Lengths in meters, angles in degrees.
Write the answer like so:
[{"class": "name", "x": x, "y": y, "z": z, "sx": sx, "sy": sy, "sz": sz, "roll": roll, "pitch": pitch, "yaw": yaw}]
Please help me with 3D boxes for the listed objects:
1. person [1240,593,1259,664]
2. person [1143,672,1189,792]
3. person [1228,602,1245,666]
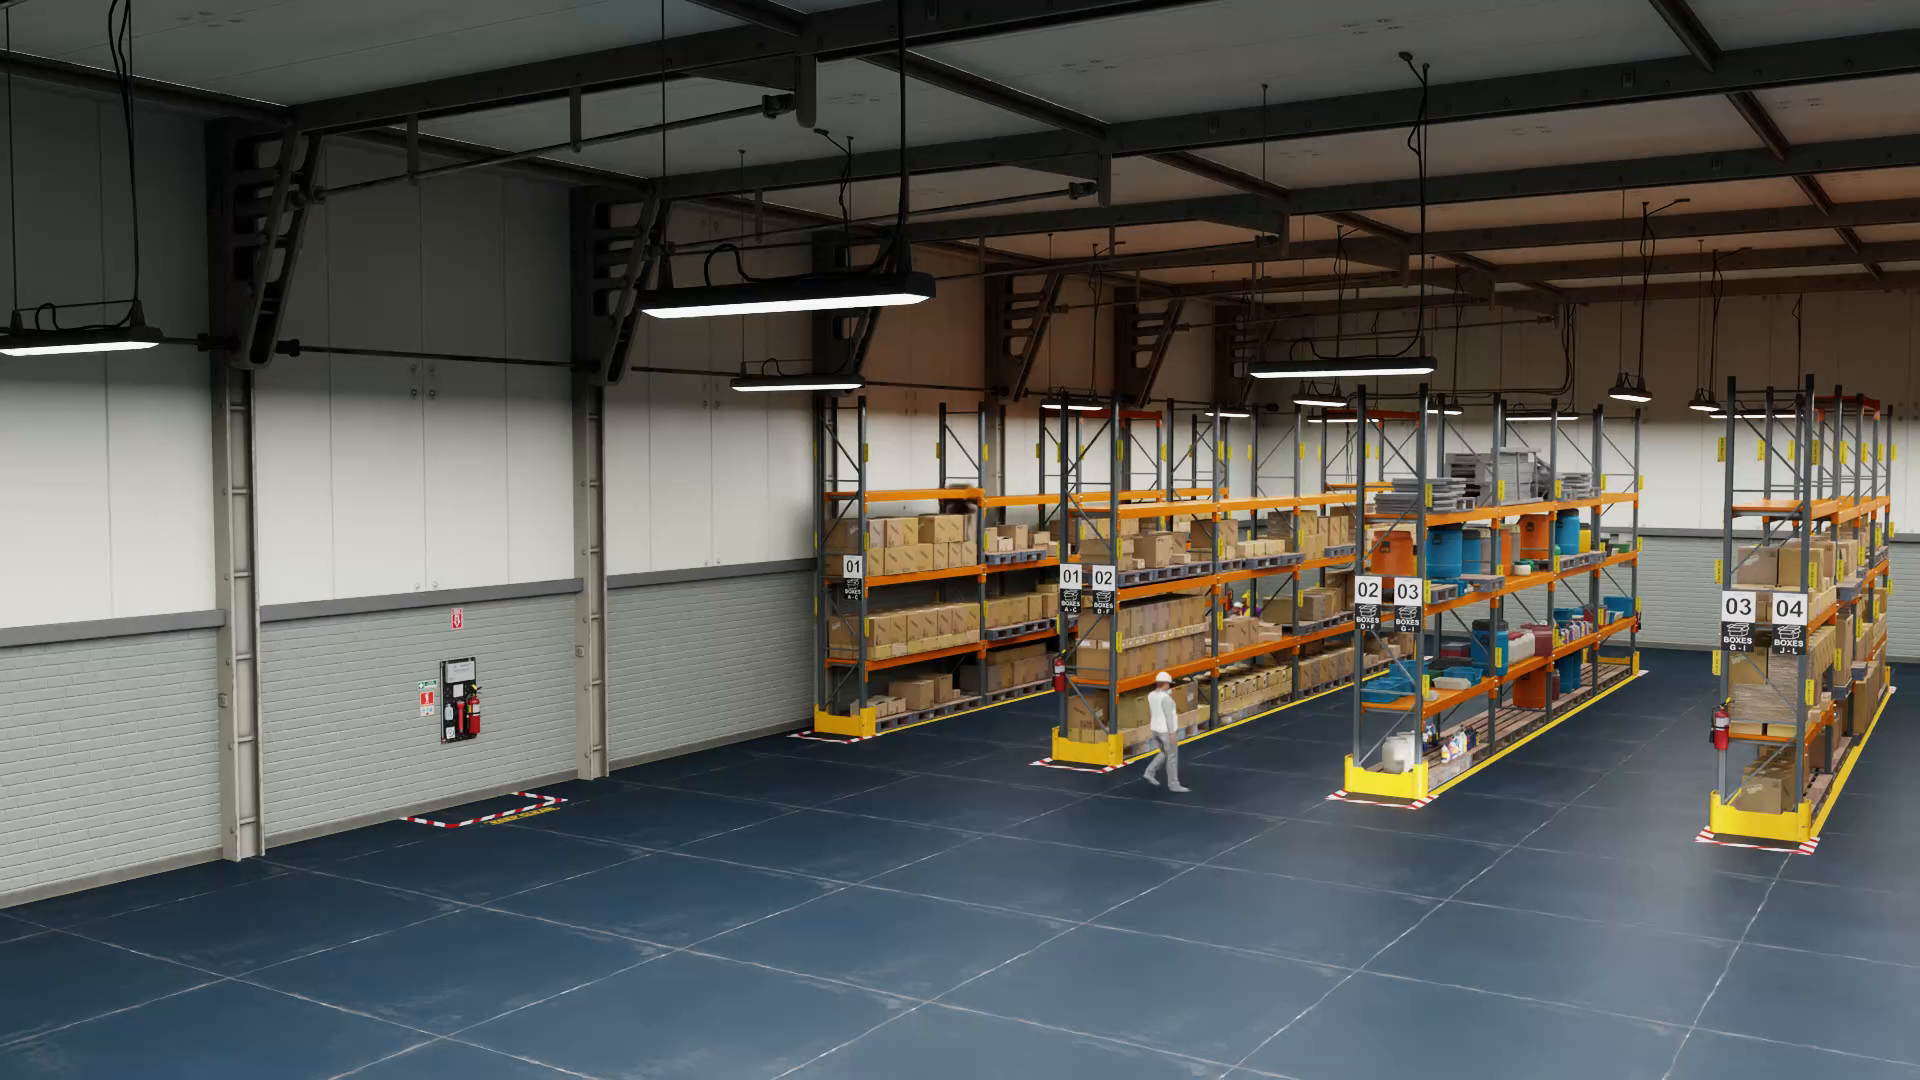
[{"class": "person", "x": 6.677, "y": 2.112, "z": 38.841, "sx": 0.658, "sy": 1.748, "sz": 0.994, "roll": 2, "pitch": 4, "yaw": 35}, {"class": "person", "x": 3.060, "y": 2.836, "z": 24.623, "sx": 0.575, "sy": 1.783, "sz": 0.567, "roll": -1, "pitch": 3, "yaw": -24}, {"class": "person", "x": 5.918, "y": 2.221, "z": 35.937, "sx": 0.608, "sy": 1.749, "sz": 0.944, "roll": 2, "pitch": 4, "yaw": 35}]
